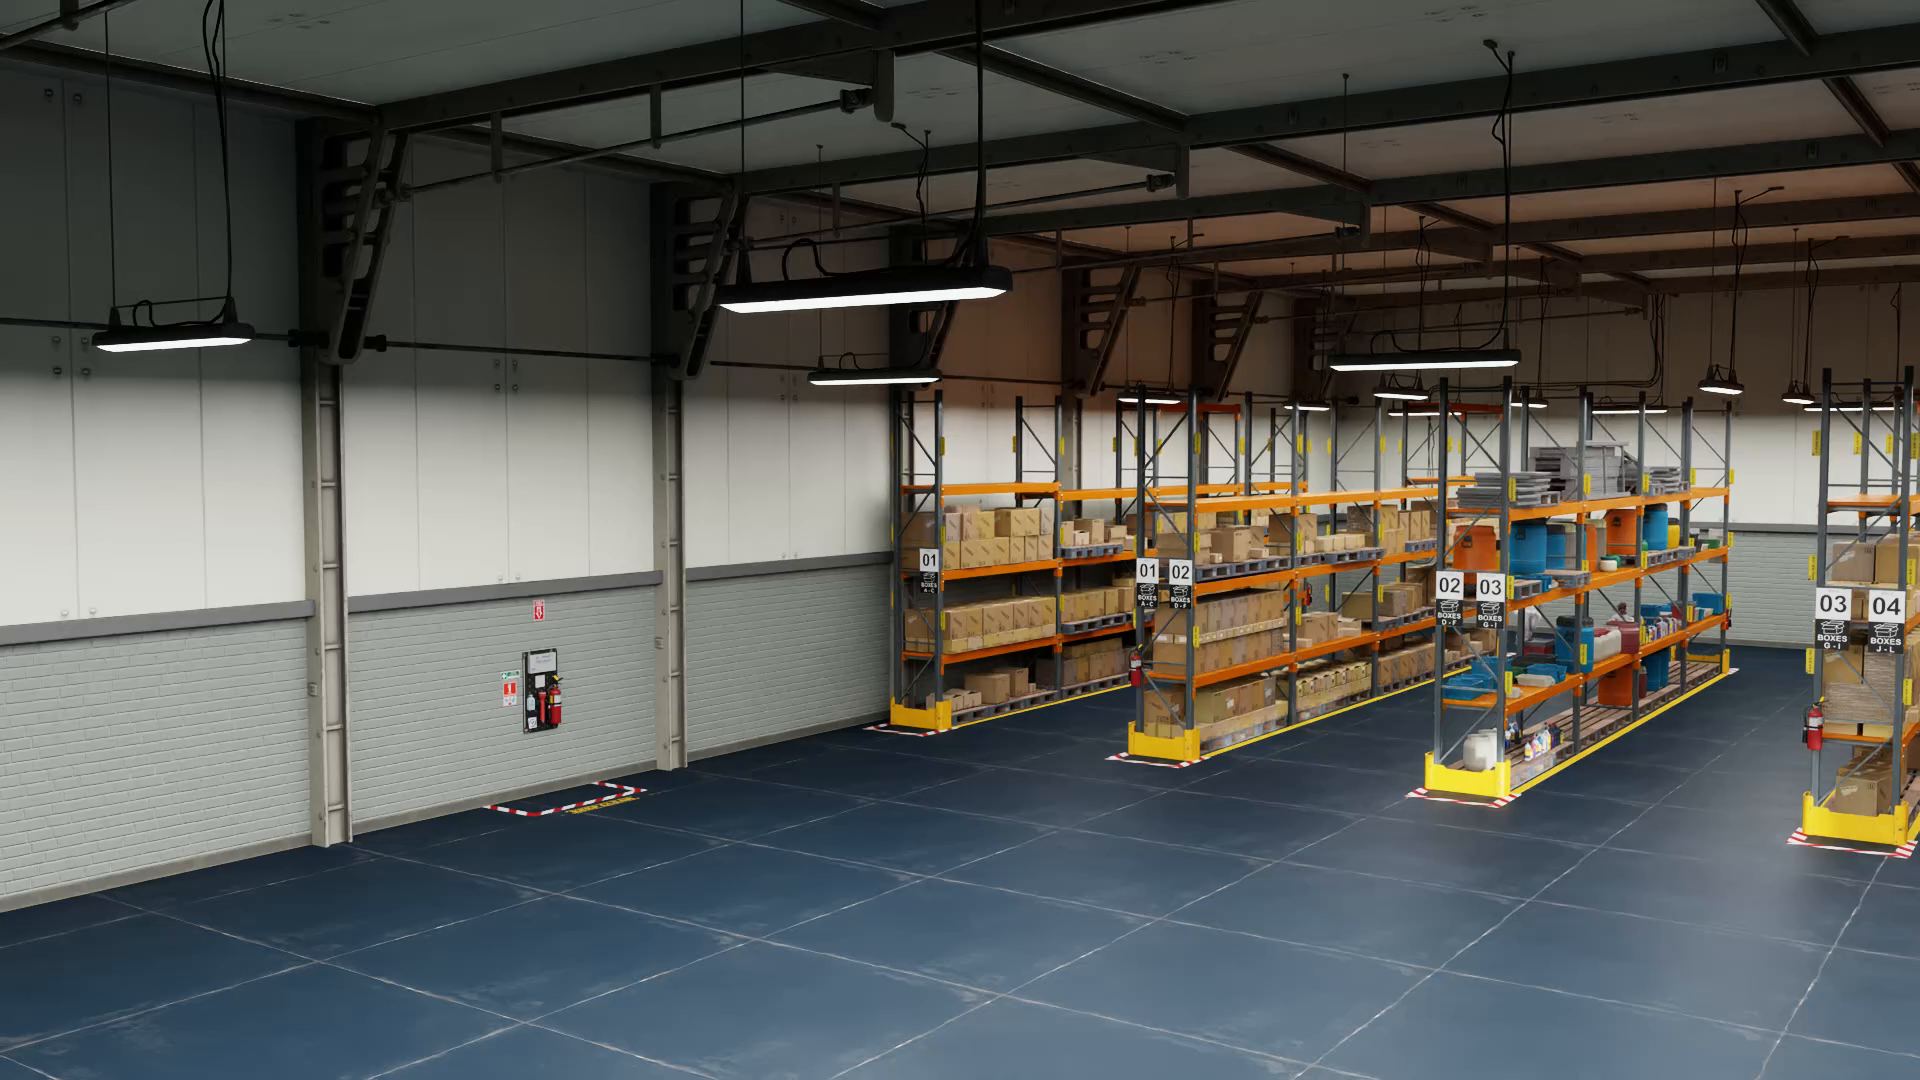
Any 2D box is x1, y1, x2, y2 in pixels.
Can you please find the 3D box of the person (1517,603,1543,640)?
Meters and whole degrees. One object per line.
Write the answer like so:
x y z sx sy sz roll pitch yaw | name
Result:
14.059 1.821 41.001 0.563 1.781 0.905 0 3 3 | person

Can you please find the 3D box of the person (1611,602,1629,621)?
14.153 2.165 35.677 0.488 1.681 0.399 0 3 3 | person
